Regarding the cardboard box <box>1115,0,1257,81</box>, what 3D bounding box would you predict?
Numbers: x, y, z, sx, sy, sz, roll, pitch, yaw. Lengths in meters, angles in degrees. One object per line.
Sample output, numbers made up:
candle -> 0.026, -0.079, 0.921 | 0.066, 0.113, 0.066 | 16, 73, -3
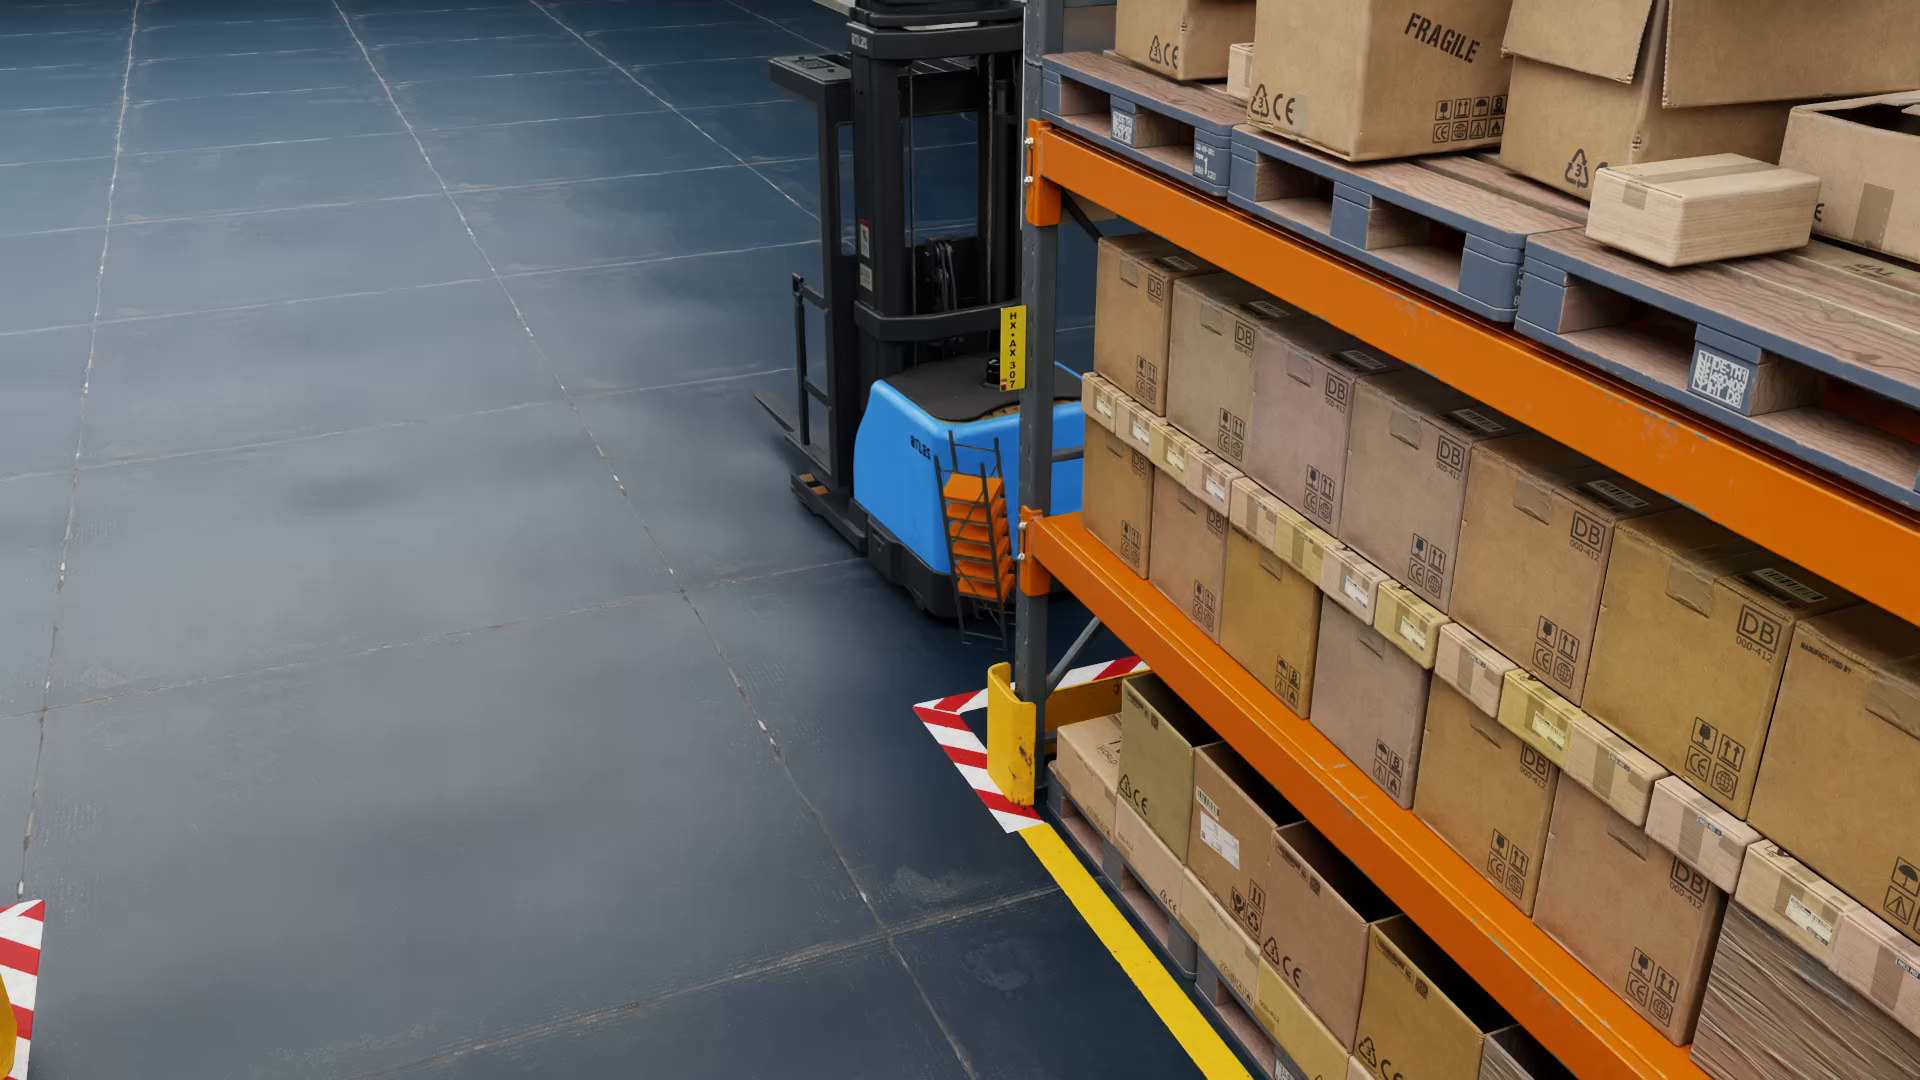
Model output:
cardboard box -> 0.933, -1.797, 5.337 | 0.797, 0.503, 0.637 | -9, 27, -17

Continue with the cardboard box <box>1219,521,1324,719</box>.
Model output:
cardboard box -> 1.282, 0.175, 5.360 | 0.700, 0.500, 0.500 | -10, 28, -20

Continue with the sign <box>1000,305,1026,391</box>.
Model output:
sign -> 0.198, -0.715, 6.220 | 0.100, 0.325, 0.005 | -11, 28, -21

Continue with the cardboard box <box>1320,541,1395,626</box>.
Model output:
cardboard box -> 1.268, 0.096, 4.782 | 0.380, 0.149, 0.250 | -10, 28, -20

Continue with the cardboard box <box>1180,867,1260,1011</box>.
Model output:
cardboard box -> 1.111, 1.321, 5.781 | 0.500, 0.250, 0.500 | -11, 28, -21

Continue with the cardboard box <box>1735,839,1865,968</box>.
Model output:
cardboard box -> 1.879, 0.721, 3.500 | 0.380, 0.149, 0.250 | -11, 28, -22

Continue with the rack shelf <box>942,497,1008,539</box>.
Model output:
rack shelf -> 0.070, -0.120, 7.696 | 0.258, 0.103, 0.180 | 10, 45, 19

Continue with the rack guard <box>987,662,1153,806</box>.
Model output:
rack guard -> 0.702, 0.730, 7.186 | 1.175, 0.500, 0.348 | -11, 28, -21

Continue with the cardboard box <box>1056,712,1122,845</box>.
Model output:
cardboard box -> 0.717, 0.918, 6.607 | 0.500, 0.250, 0.500 | -11, 28, -21

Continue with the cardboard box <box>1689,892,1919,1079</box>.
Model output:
cardboard box -> 2.098, 1.008, 3.653 | 0.700, 0.500, 0.500 | -11, 28, -22

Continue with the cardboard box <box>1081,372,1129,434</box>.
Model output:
cardboard box -> 0.667, -0.525, 6.053 | 0.380, 0.149, 0.250 | -11, 28, -21

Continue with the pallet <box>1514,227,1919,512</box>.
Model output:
pallet -> 1.920, -0.417, 3.367 | 1.003, 0.211, 1.213 | -11, 28, -21

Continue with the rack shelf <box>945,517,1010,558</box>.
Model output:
rack shelf -> 0.083, -0.031, 7.776 | 0.258, 0.103, 0.180 | 10, 45, 19

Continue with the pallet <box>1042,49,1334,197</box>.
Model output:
pallet -> 0.964, -1.402, 5.385 | 1.003, 0.211, 1.213 | -11, 28, -21

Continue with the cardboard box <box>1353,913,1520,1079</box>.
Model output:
cardboard box -> 1.511, 1.386, 4.793 | 0.500, 0.500, 0.500 | -11, 28, -21

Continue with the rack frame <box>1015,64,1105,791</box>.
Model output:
rack frame -> 0.711, -0.384, 6.617 | 1.000, 3.000, 0.127 | -11, 28, -21

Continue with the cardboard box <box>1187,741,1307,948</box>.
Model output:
cardboard box -> 1.122, 0.982, 5.621 | 0.500, 0.500, 0.500 | -11, 28, -21

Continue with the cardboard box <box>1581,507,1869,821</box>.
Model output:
cardboard box -> 1.899, 0.221, 3.785 | 0.700, 0.500, 0.500 | -11, 28, -21

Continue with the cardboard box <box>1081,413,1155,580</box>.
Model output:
cardboard box -> 0.882, -0.238, 6.205 | 0.700, 0.500, 0.500 | -11, 28, -21

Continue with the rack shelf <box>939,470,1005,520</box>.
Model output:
rack shelf -> 0.057, -0.208, 7.616 | 0.258, 0.103, 0.180 | 10, 45, 19

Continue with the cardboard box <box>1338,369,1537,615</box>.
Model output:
cardboard box -> 1.509, -0.183, 4.613 | 0.700, 0.500, 0.500 | -11, 28, -21

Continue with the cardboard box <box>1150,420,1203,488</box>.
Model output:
cardboard box -> 0.869, -0.318, 5.629 | 0.380, 0.149, 0.250 | -10, 28, -20

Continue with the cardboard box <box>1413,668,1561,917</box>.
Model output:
cardboard box -> 1.693, 0.593, 4.503 | 0.700, 0.500, 0.500 | -10, 28, -20

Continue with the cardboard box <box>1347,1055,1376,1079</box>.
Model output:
cardboard box -> 1.499, 1.725, 4.953 | 0.500, 0.250, 0.500 | -11, 28, -21

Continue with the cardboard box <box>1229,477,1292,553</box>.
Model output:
cardboard box -> 1.073, -0.108, 5.200 | 0.380, 0.149, 0.250 | -12, 28, -22

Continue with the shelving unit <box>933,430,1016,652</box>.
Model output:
shelving unit -> 0.091, 0.025, 7.826 | 0.258, 1.200, 0.189 | 10, 45, 19

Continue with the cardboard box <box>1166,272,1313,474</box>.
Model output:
cardboard box -> 1.114, -0.588, 5.444 | 0.700, 0.500, 0.500 | -11, 28, -22

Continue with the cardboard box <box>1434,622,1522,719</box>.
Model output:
cardboard box -> 1.478, 0.309, 4.346 | 0.380, 0.149, 0.250 | -10, 28, -19

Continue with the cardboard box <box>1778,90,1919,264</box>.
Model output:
cardboard box -> 2.112, -0.795, 3.504 | 0.500, 0.311, 0.500 | -12, 29, -23

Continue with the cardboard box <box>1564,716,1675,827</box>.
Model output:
cardboard box -> 1.671, 0.510, 3.933 | 0.380, 0.149, 0.250 | -11, 28, -21

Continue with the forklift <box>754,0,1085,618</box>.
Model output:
forklift -> -0.328, -1.543, 9.070 | 1.130, 2.935, 3.031 | -13, 29, -24

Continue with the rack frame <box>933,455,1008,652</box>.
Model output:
rack frame -> 0.059, 0.084, 7.765 | 0.240, 1.200, 0.006 | 10, 45, 19

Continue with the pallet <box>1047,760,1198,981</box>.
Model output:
pallet -> 1.049, 1.171, 6.611 | 1.003, 0.211, 1.213 | -11, 28, -21

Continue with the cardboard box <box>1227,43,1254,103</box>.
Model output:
cardboard box -> 1.010, -1.365, 4.857 | 0.380, 0.149, 0.250 | -11, 28, -21

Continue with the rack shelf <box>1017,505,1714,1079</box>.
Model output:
rack shelf -> 1.495, 0.747, 5.121 | 1.077, 0.370, 4.000 | -11, 28, -21
